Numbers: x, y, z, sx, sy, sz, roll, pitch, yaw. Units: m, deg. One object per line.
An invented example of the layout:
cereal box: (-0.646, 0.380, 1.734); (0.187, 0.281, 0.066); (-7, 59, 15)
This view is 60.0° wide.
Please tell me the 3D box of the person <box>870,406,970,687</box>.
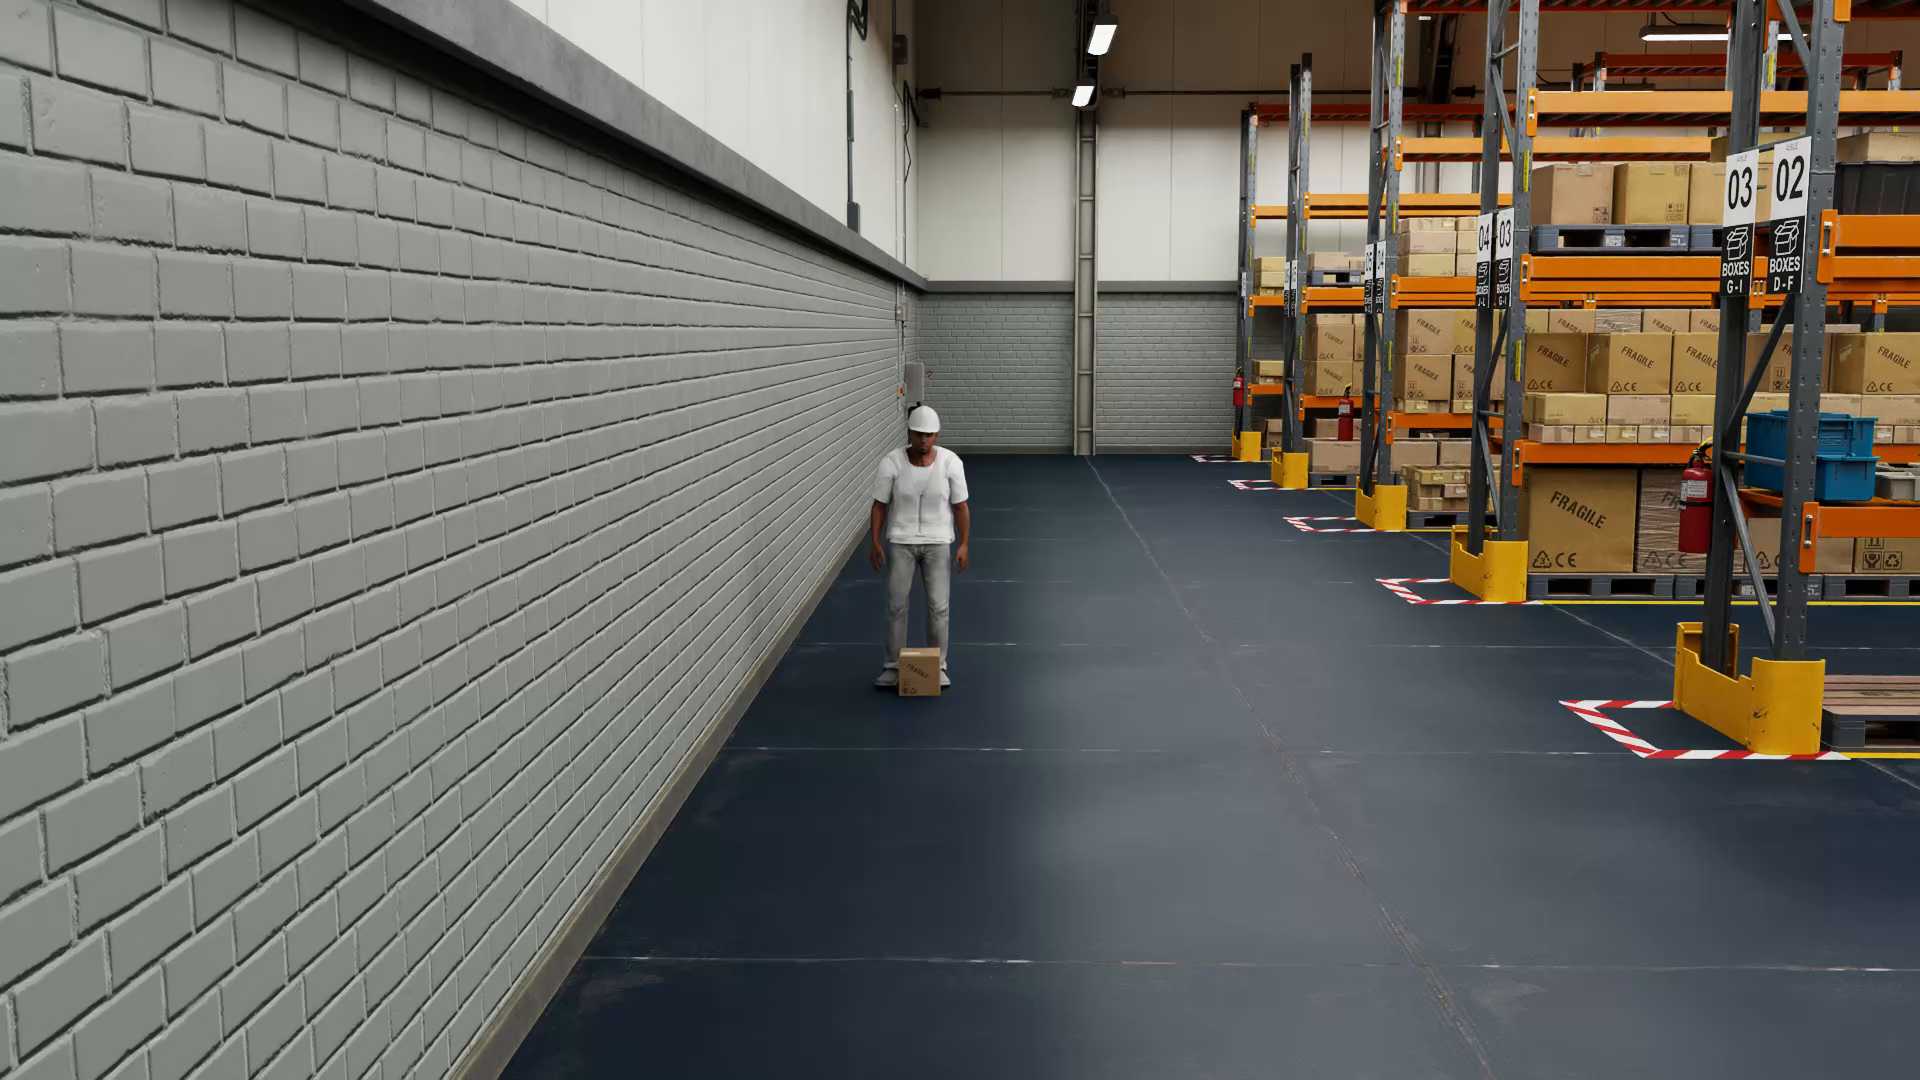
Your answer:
person: (-0.251, 0.038, 10.396); (0.625, 1.759, 0.463); (0, 7, -1)
